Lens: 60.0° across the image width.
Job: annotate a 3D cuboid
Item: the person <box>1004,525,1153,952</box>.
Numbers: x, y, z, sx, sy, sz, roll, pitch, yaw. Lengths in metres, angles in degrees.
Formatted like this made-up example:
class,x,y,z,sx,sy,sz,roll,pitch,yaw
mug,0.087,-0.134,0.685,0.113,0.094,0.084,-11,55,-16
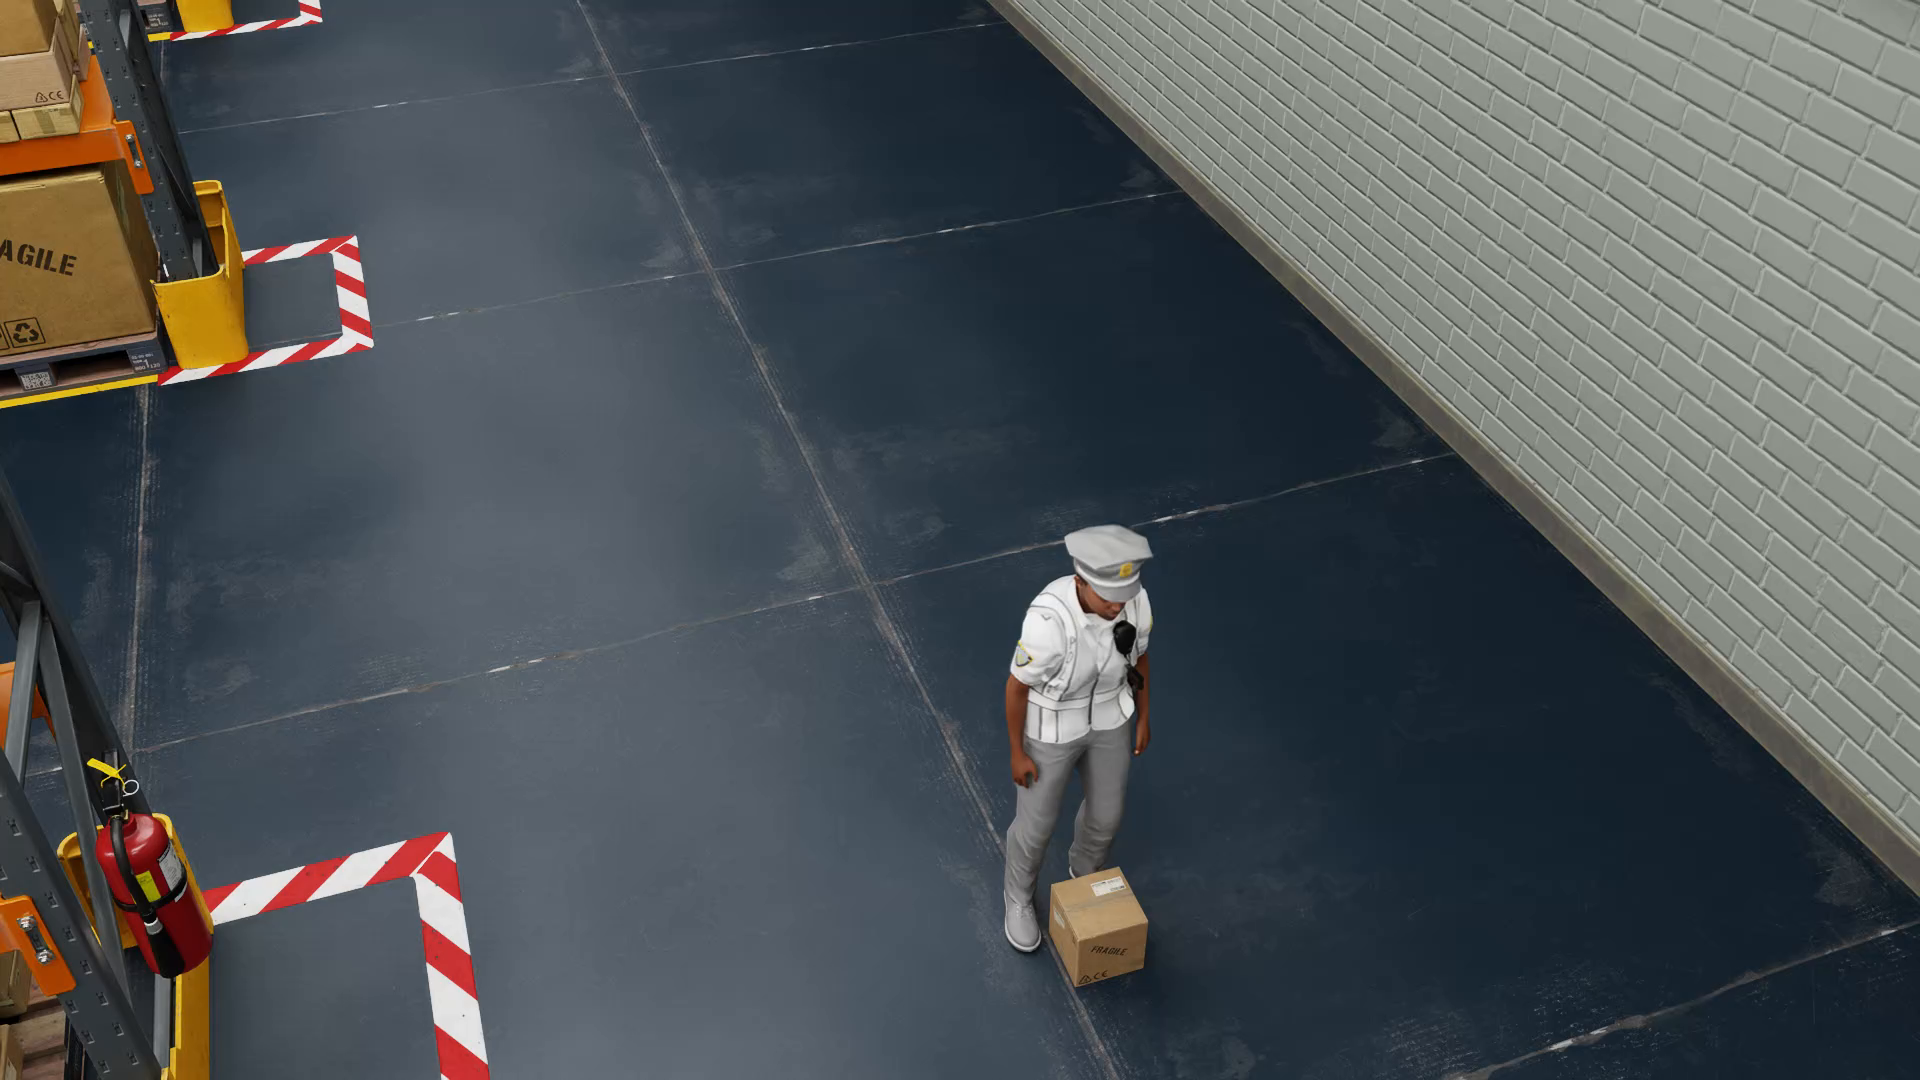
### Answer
class,x,y,z,sx,sy,sz,roll,pitch,yaw
person,0.376,0.622,5.355,0.520,1.659,0.399,-14,40,-17
